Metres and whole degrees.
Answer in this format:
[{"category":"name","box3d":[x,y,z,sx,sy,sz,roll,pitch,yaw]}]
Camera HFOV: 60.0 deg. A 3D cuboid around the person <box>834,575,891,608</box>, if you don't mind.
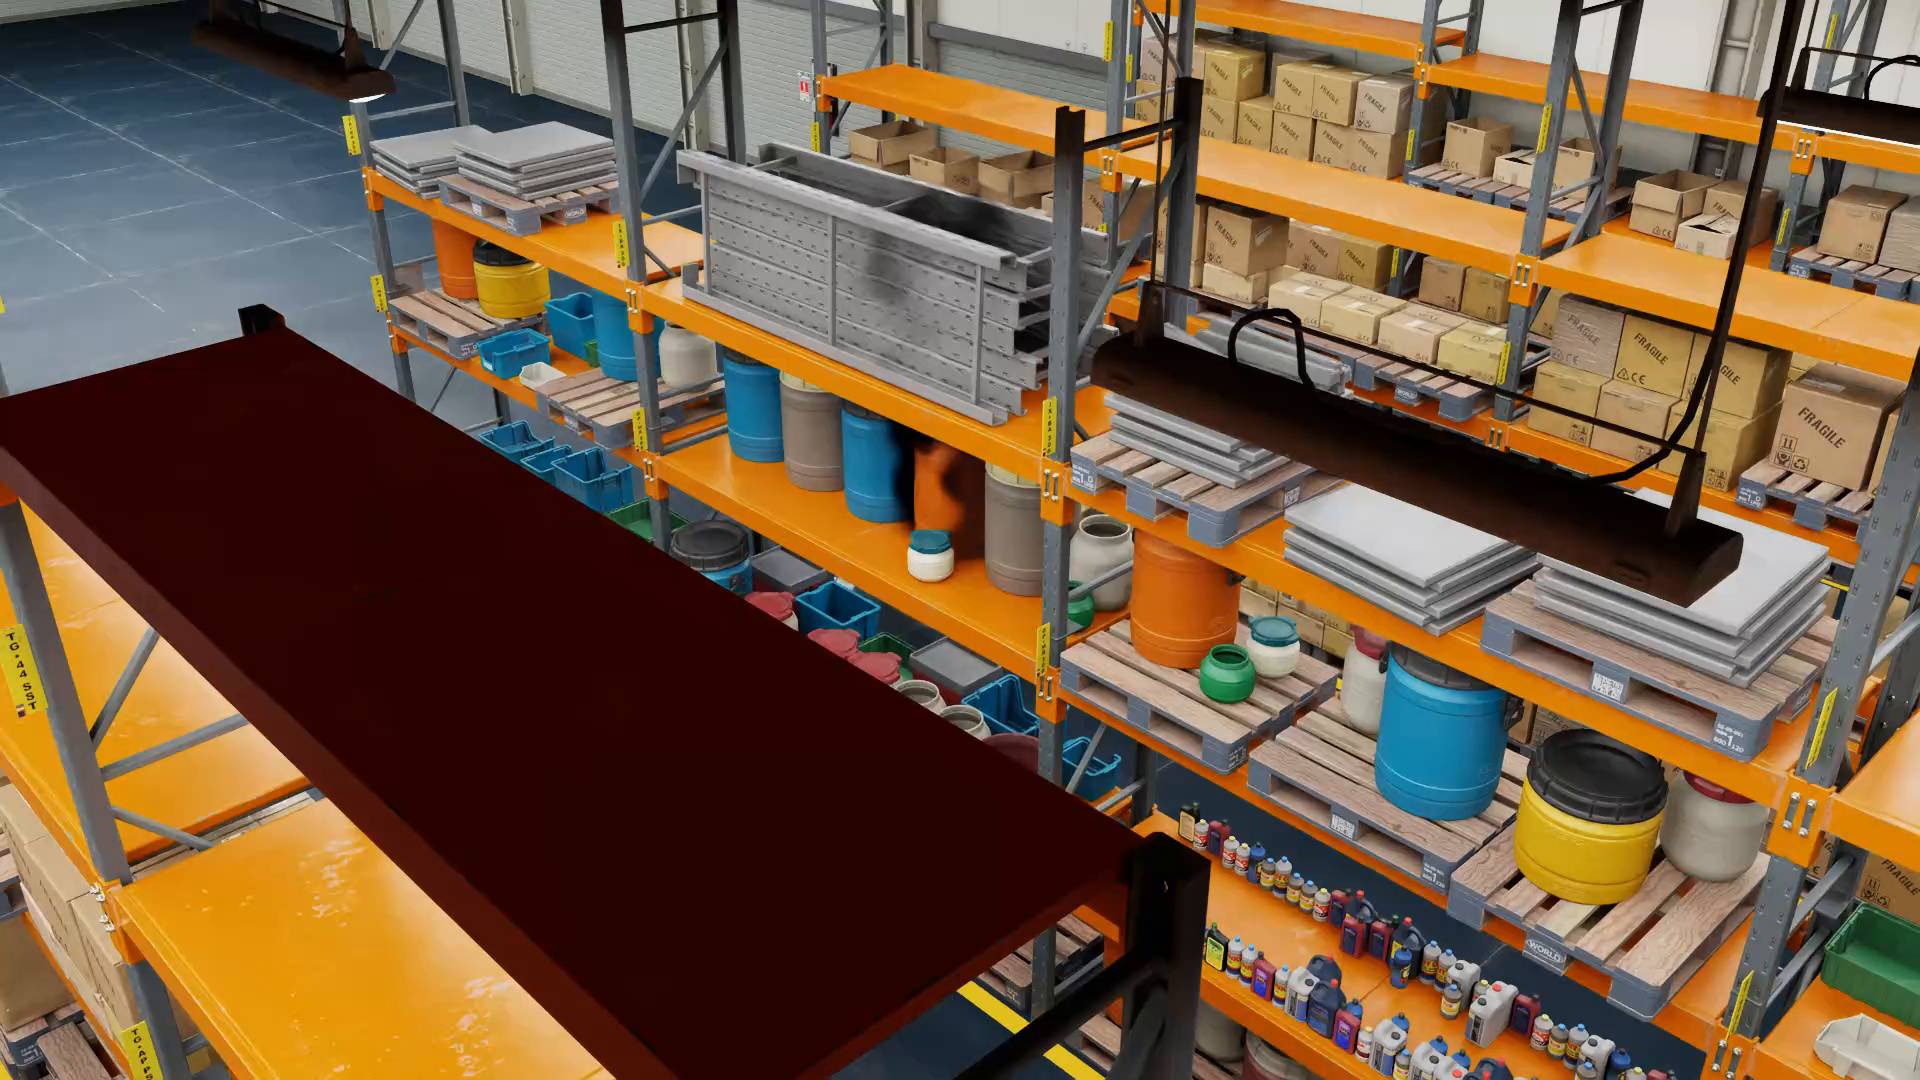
[{"category":"person","box3d":[-0.903,-0.069,15.133,0.899,1.783,0.656,16,32,27]}]
